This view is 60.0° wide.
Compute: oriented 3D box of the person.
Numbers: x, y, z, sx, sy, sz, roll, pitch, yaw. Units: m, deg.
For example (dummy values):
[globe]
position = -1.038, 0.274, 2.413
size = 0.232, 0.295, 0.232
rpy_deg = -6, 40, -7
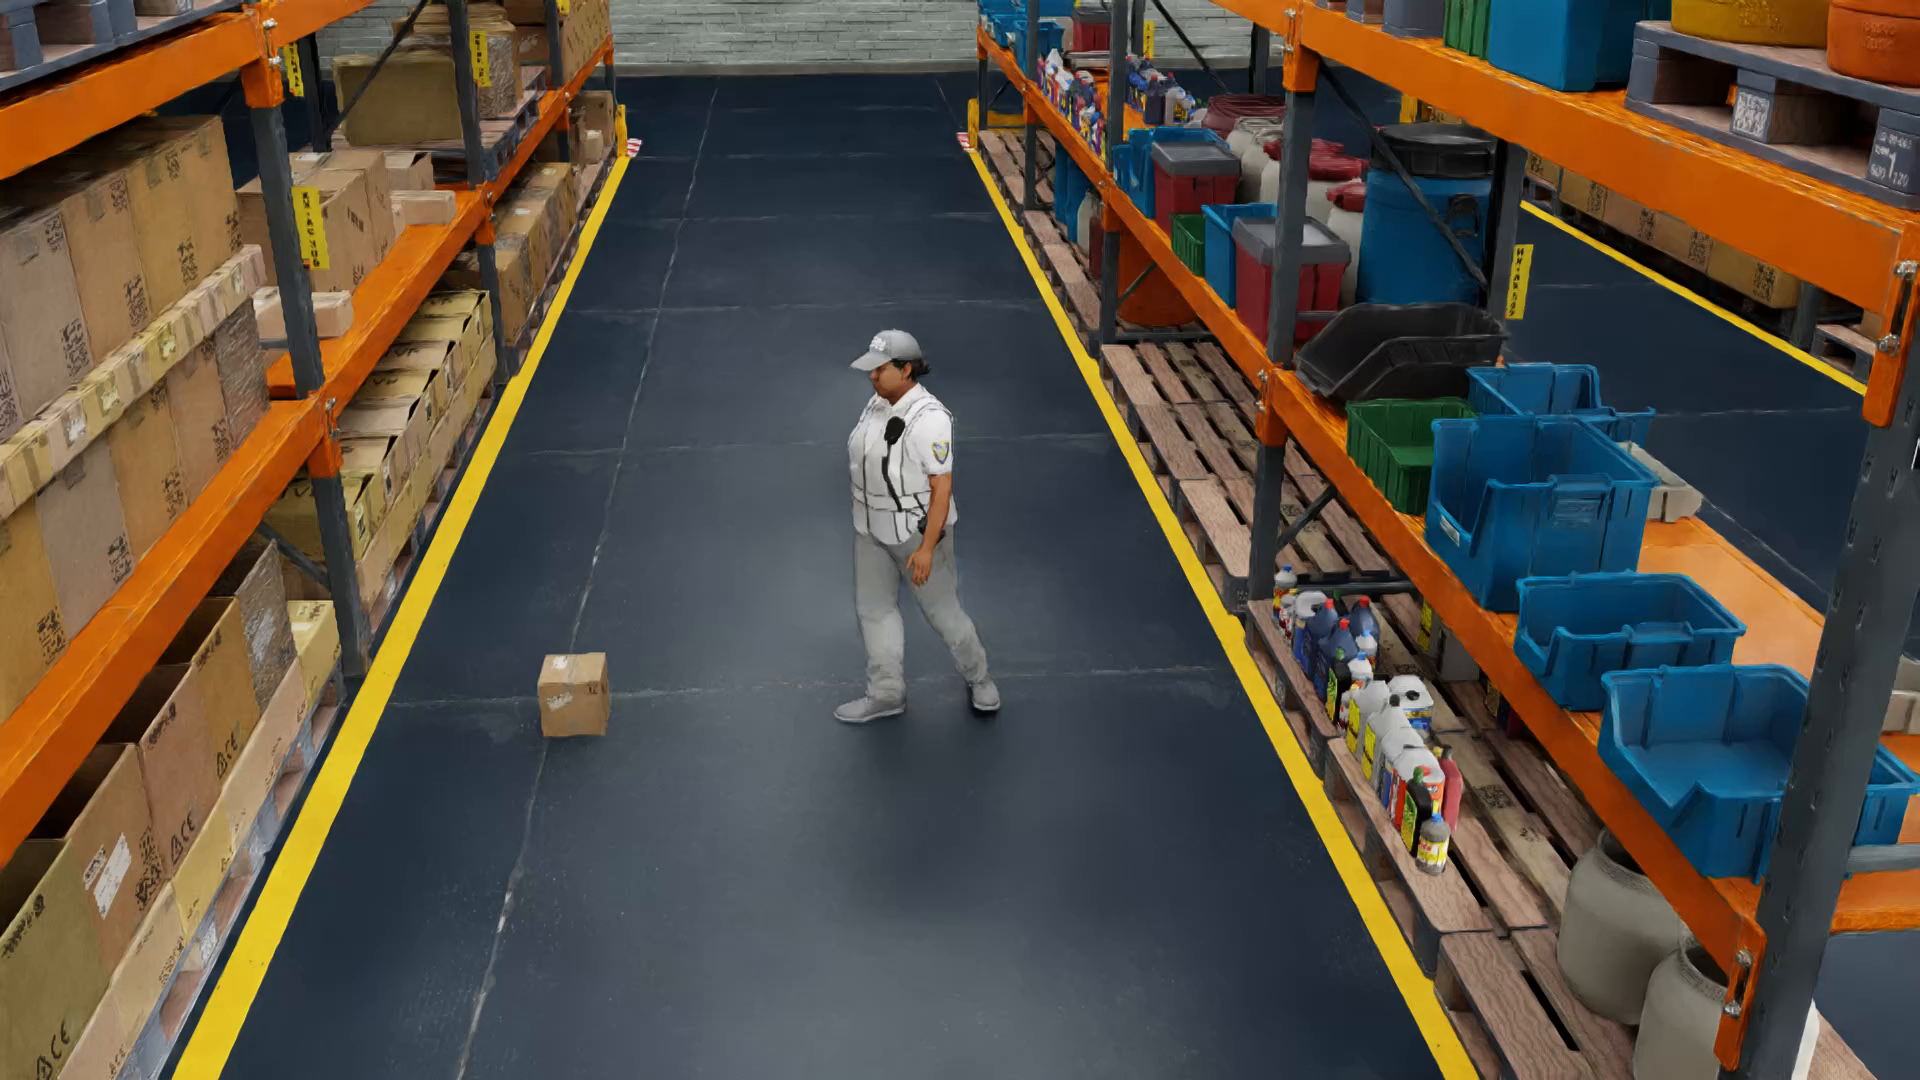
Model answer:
[person]
position = -0.188, -0.050, 6.721
size = 0.659, 1.655, 0.603
rpy_deg = -20, 31, -38
